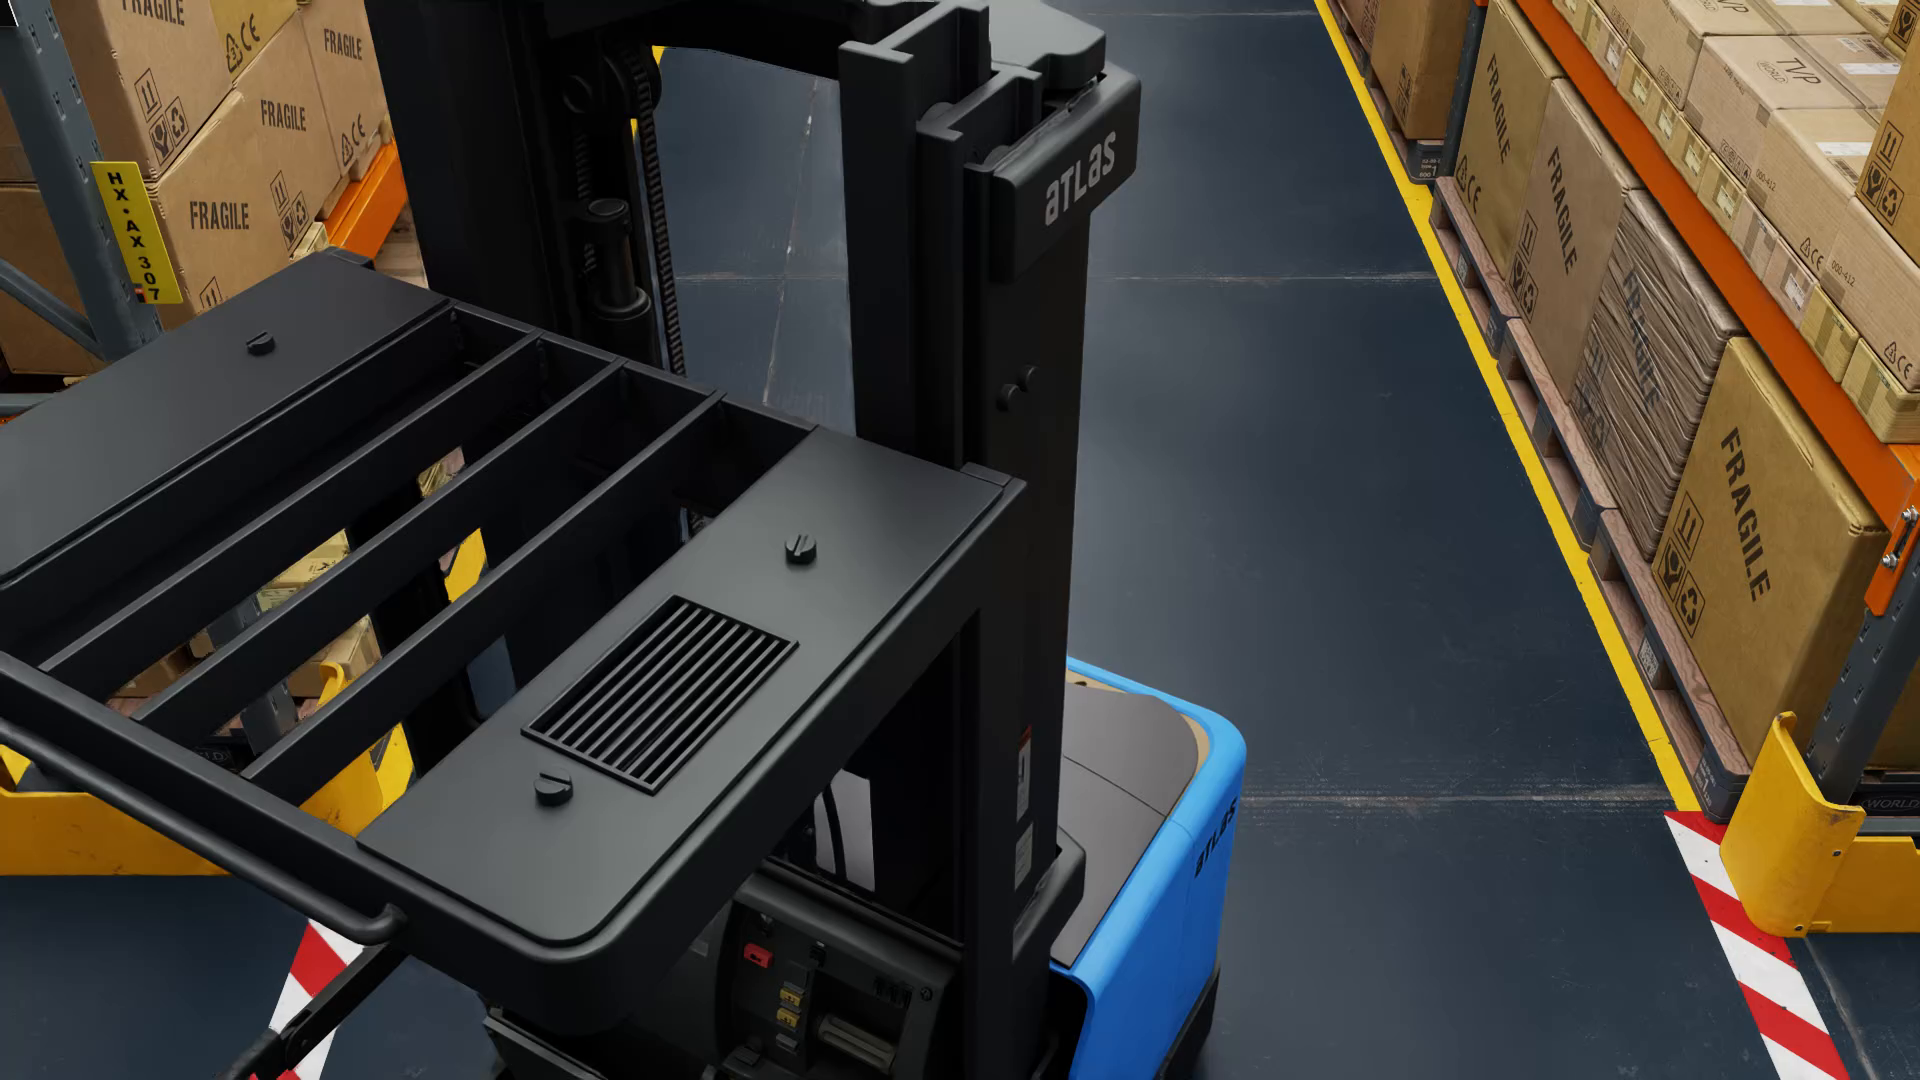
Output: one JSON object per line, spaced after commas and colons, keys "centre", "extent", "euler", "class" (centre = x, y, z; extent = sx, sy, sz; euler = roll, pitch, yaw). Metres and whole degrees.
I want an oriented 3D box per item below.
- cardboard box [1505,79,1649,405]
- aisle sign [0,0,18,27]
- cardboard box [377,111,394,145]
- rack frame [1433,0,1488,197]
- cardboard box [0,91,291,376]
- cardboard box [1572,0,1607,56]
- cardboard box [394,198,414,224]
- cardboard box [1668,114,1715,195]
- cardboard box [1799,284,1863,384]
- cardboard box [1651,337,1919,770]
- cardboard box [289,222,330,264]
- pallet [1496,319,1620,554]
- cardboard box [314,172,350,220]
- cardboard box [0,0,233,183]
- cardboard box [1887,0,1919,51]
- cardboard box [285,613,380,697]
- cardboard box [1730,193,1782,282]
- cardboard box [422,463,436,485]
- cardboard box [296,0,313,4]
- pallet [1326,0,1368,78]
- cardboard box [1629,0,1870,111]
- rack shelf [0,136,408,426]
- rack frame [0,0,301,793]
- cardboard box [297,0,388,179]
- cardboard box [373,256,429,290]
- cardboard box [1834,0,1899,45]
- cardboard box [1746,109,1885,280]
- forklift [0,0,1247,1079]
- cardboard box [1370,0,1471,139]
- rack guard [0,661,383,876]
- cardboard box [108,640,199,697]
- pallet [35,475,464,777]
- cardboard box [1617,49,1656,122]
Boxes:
{"centre": [2.626, -1.096, 6.082], "extent": [0.875, 0.875, 0.875], "euler": [0, 39, 0], "class": "cardboard box"}
{"centre": [-1.951, -1.264, 2.850], "extent": [0.394, 0.787, 0.004], "euler": [0, 39, 0], "class": "aisle sign"}
{"centre": [-1.976, -1.375, 5.268], "extent": [0.380, 0.149, 0.250], "euler": [1, 39, 2], "class": "cardboard box"}
{"centre": [2.704, -2.737, 6.766], "extent": [1.000, 3.000, 0.127], "euler": [0, 39, 0], "class": "rack frame"}
{"centre": [-1.975, -0.731, 3.946], "extent": [0.500, 0.500, 0.500], "euler": [2, 39, 2], "class": "cardboard box"}
{"centre": [2.376, -1.800, 5.798], "extent": [0.380, 0.149, 0.250], "euler": [-1, 39, -1], "class": "cardboard box"}
{"centre": [-1.933, -1.211, 6.330], "extent": [0.380, 0.149, 0.250], "euler": [-2, 39, -2], "class": "cardboard box"}
{"centre": [2.376, -1.161, 5.000], "extent": [0.380, 0.149, 0.250], "euler": [0, 39, 0], "class": "cardboard box"}
{"centre": [2.377, -0.522, 4.204], "extent": [0.380, 0.149, 0.250], "euler": [0, 39, 0], "class": "cardboard box"}
{"centre": [2.628, 0.030, 4.677], "extent": [0.875, 0.875, 0.875], "euler": [0, 39, 0], "class": "cardboard box"}
{"centre": [-1.912, -0.727, 4.460], "extent": [0.380, 0.149, 0.250], "euler": [-1, 39, -1], "class": "cardboard box"}
{"centre": [2.631, -0.408, 6.090], "extent": [1.003, 0.211, 1.213], "euler": [0, 39, 0], "class": "pallet"}
{"centre": [-2.025, -1.059, 4.873], "extent": [0.380, 0.149, 0.250], "euler": [0, 39, 0], "class": "cardboard box"}
{"centre": [-1.986, -1.121, 3.633], "extent": [0.500, 0.500, 0.500], "euler": [0, 39, 0], "class": "cardboard box"}
{"centre": [2.971, -1.522, 4.534], "extent": [0.500, 0.500, 0.500], "euler": [-1, 39, -1], "class": "cardboard box"}
{"centre": [-1.932, 0.326, 4.889], "extent": [0.380, 0.149, 0.250], "euler": [1, 39, 1], "class": "cardboard box"}
{"centre": [2.379, -0.836, 4.596], "extent": [0.380, 0.149, 0.250], "euler": [1, 39, 1], "class": "cardboard box"}
{"centre": [-1.919, -0.275, 5.401], "extent": [0.380, 0.149, 0.250], "euler": [1, 39, 1], "class": "cardboard box"}
{"centre": [-1.971, -1.762, 4.433], "extent": [0.500, 0.500, 0.500], "euler": [-1, 39, -1], "class": "cardboard box"}
{"centre": [2.624, -2.896, 9.195], "extent": [1.003, 0.211, 1.213], "euler": [0, 39, 0], "class": "pallet"}
{"centre": [2.437, -1.557, 5.176], "extent": [0.500, 0.250, 0.500], "euler": [0, 39, 0], "class": "cardboard box"}
{"centre": [-2.253, -1.265, 5.505], "extent": [1.077, 0.370, 4.000], "euler": [0, 39, 0], "class": "rack shelf"}
{"centre": [-2.251, -0.295, 3.719], "extent": [1.000, 3.000, 0.127], "euler": [0, 39, 0], "class": "rack frame"}
{"centre": [-1.989, -1.372, 4.746], "extent": [0.500, 0.500, 0.500], "euler": [0, 39, 1], "class": "cardboard box"}
{"centre": [-2.029, -0.886, 5.926], "extent": [0.380, 0.149, 0.250], "euler": [0, 39, 0], "class": "cardboard box"}
{"centre": [2.968, -1.559, 5.179], "extent": [0.500, 0.250, 0.500], "euler": [-1, 39, -1], "class": "cardboard box"}
{"centre": [2.443, -0.913, 4.373], "extent": [0.500, 0.250, 0.500], "euler": [-1, 39, -1], "class": "cardboard box"}
{"centre": [-0.547, 0.732, 2.493], "extent": [1.130, 2.935, 3.031], "euler": [20, 43, 23], "class": "forklift"}
{"centre": [2.684, -2.472, 7.799], "extent": [1.225, 0.875, 0.875], "euler": [0, 39, 0], "class": "cardboard box"}
{"centre": [-2.251, 0.633, 4.560], "extent": [1.175, 0.500, 0.348], "euler": [0, 39, 0], "class": "rack guard"}
{"centre": [-2.460, 0.325, 4.890], "extent": [0.380, 0.149, 0.250], "euler": [1, 39, 1], "class": "cardboard box"}
{"centre": [-2.217, 0.238, 5.285], "extent": [1.003, 0.211, 1.213], "euler": [0, 39, 0], "class": "pallet"}
{"centre": [2.375, -1.479, 5.397], "extent": [0.380, 0.149, 0.250], "euler": [-1, 39, -1], "class": "cardboard box"}
